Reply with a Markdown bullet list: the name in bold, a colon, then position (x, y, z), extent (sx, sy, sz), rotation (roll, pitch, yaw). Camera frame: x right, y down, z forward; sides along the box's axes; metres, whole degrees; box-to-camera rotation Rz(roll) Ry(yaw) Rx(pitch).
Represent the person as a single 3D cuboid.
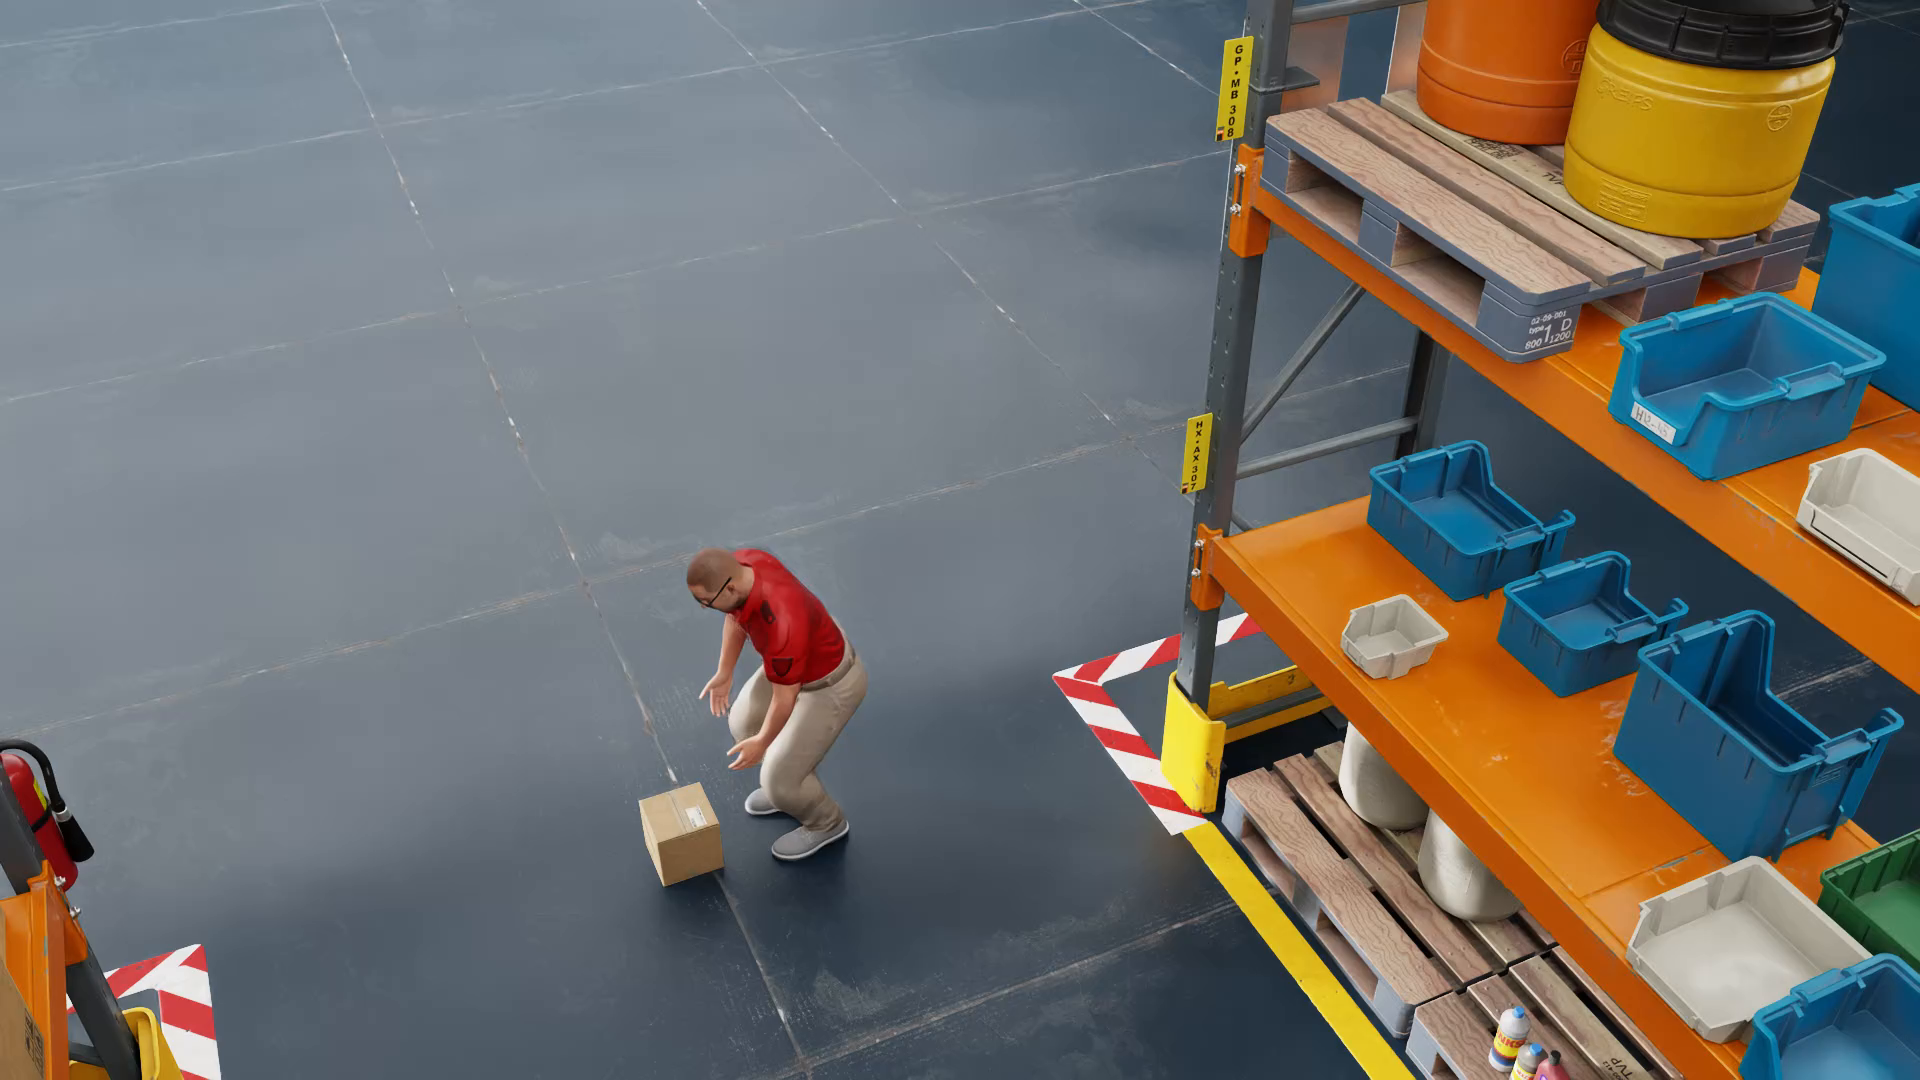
- **person**: position (-0.665, 0.577, 6.309), extent (0.644, 1.494, 0.587), rotation (-15, 40, -19)
